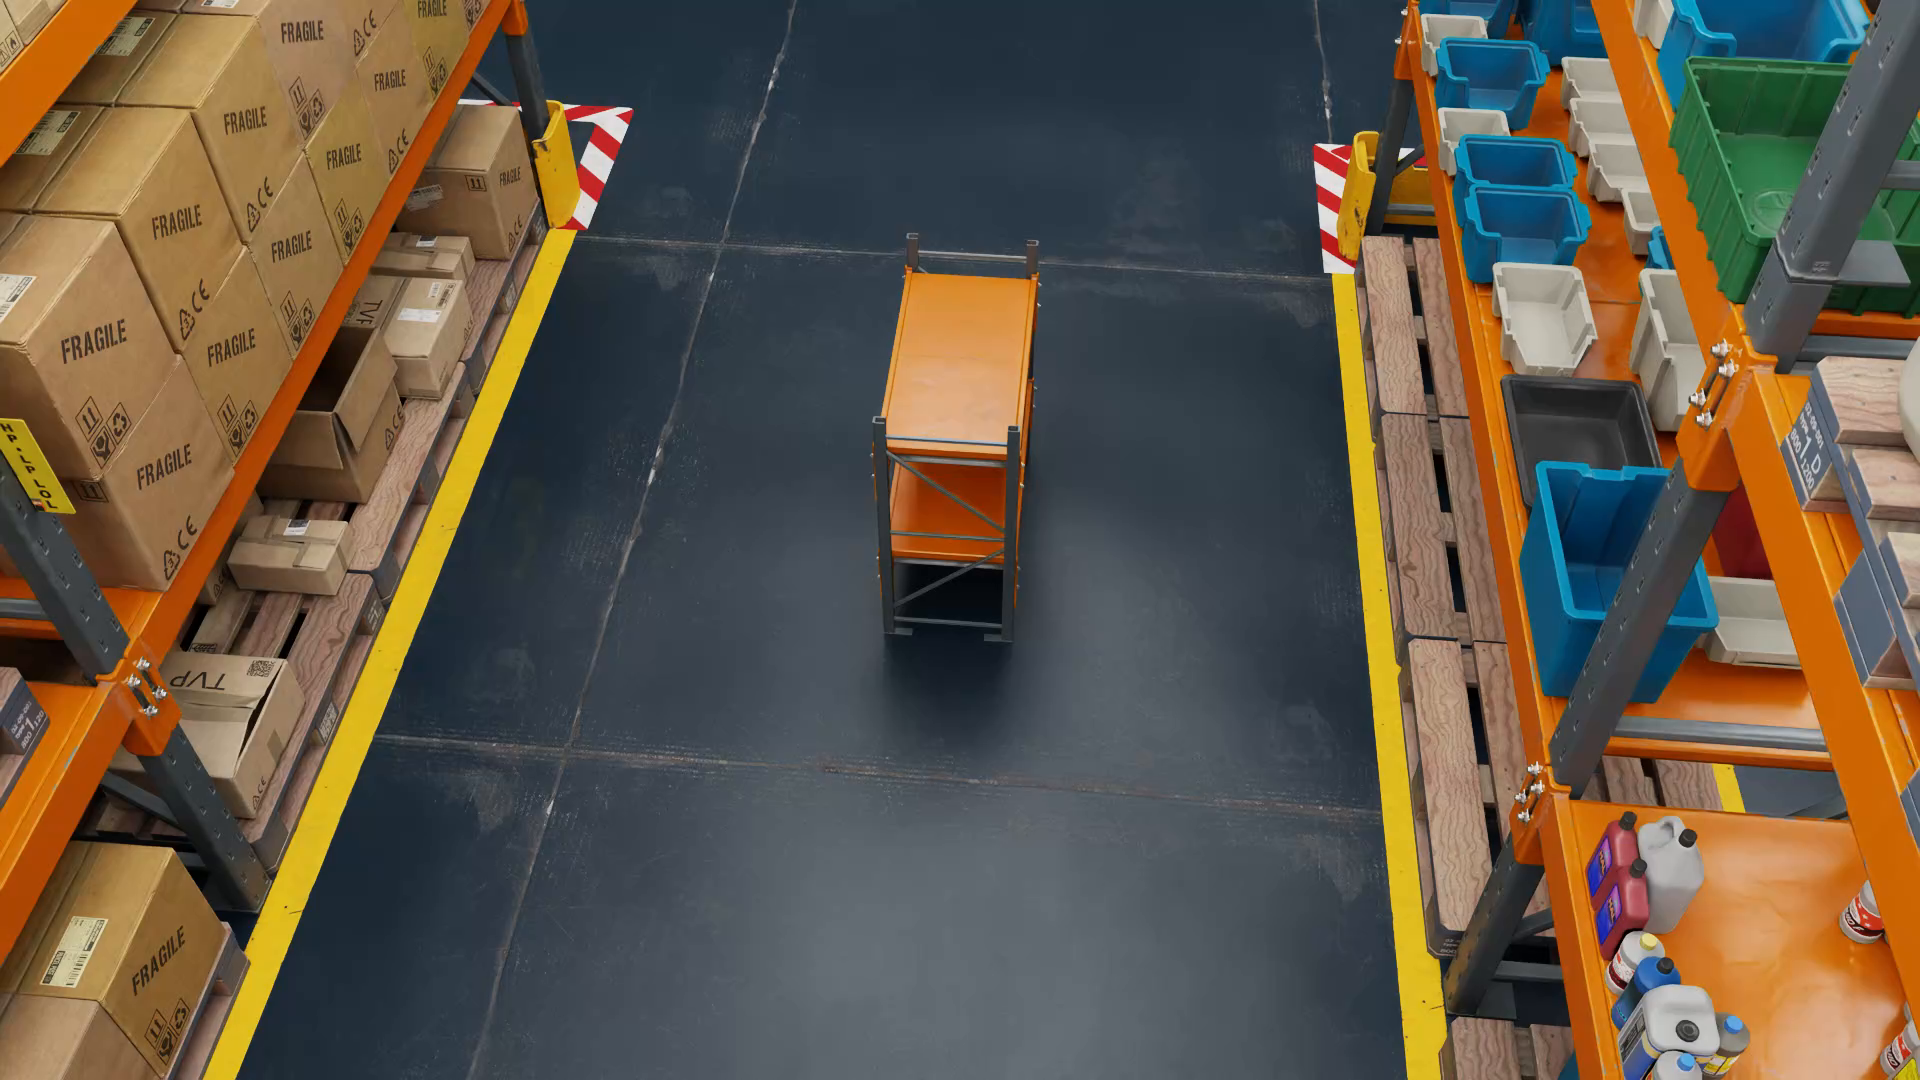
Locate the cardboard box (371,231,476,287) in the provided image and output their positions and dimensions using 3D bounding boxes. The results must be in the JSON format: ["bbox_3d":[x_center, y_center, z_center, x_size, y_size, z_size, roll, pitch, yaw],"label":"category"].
[{"bbox_3d":[-2.424,-1.249,7.508,0.380,0.166,0.250,4,48,4],"label":"cardboard box"}]

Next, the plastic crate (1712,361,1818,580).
[{"bbox_3d":[2.406,-0.170,4.815,0.402,0.464,0.583,4,48,4],"label":"plastic crate"}]

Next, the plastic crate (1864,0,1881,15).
[{"bbox_3d":[2.461,-1.352,4.035,0.497,0.269,0.590,4,48,4],"label":"plastic crate"}]

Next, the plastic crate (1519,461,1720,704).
[{"bbox_3d":[1.778,0.130,4.595,0.392,0.384,0.575,4,48,4],"label":"plastic crate"}]

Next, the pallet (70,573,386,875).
[{"bbox_3d":[-2.794,0.611,6.074,1.003,0.211,1.213,4,48,4],"label":"pallet"}]

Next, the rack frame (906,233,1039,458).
[{"bbox_3d":[0.047,-0.758,6.707,0.500,1.125,0.032,4,48,4],"label":"rack frame"}]

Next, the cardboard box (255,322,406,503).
[{"bbox_3d":[-2.691,-0.512,6.605,0.797,0.503,0.637,4,48,4],"label":"cardboard box"}]

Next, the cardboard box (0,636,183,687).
[{"bbox_3d":[-3.088,0.432,5.744,0.500,0.500,0.500,4,48,4],"label":"cardboard box"}]

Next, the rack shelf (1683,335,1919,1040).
[{"bbox_3d":[1.893,1.211,2.091,1.077,0.370,4.000,4,48,4],"label":"rack shelf"}]

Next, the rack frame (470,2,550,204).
[{"bbox_3d":[-2.493,-2.765,7.272,1.000,3.000,0.127,4,48,4],"label":"rack frame"}]

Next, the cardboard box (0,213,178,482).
[{"bbox_3d":[-2.534,-0.524,4.477,0.500,0.500,0.500,5,48,5],"label":"cardboard box"}]

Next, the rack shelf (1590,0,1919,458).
[{"bbox_3d":[2.257,-1.729,4.779,1.077,0.370,4.000,4,48,4],"label":"rack shelf"}]

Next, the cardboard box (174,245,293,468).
[{"bbox_3d":[-2.496,-0.592,5.217,0.500,0.500,0.500,5,48,4],"label":"cardboard box"}]

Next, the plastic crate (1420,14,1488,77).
[{"bbox_3d":[1.977,-1.971,6.683,0.250,0.136,0.298,4,48,4],"label":"plastic crate"}]

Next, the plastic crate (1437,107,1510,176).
[{"bbox_3d":[1.916,-1.472,6.228,0.250,0.136,0.298,4,48,4],"label":"plastic crate"}]

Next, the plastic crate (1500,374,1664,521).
[{"bbox_3d":[1.909,-0.257,5.124,0.437,0.125,0.590,4,48,4],"label":"plastic crate"}]

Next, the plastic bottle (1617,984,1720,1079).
[{"bbox_3d":[1.620,1.136,3.788,0.152,0.276,0.135,4,48,4],"label":"plastic bottle"}]

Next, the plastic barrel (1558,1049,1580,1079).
[{"bbox_3d":[2.008,1.476,4.531,0.600,0.901,0.708,4,48,4],"label":"plastic barrel"}]

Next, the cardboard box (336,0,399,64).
[{"bbox_3d":[-2.348,-2.038,5.861,0.500,0.500,0.500,5,48,5],"label":"cardboard box"}]

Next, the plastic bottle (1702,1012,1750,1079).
[{"bbox_3d":[1.746,1.156,3.821,0.097,0.201,0.097,0,48,0],"label":"plastic bottle"}]

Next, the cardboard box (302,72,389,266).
[{"bbox_3d":[-2.404,-1.333,5.894,0.500,0.500,0.500,3,48,3],"label":"cardboard box"}]

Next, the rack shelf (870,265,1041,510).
[{"bbox_3d":[0.001,-0.582,6.149,0.538,0.278,1.000,4,48,4],"label":"rack shelf"}]

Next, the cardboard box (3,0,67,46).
[{"bbox_3d":[-2.517,-1.495,4.179,0.500,0.250,0.500,4,48,4],"label":"cardboard box"}]

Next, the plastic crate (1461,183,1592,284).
[{"bbox_3d":[1.942,-1.045,5.772,0.416,0.233,0.300,4,48,4],"label":"plastic crate"}]

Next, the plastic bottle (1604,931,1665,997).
[{"bbox_3d":[1.612,1.002,3.961,0.097,0.201,0.097,0,48,0],"label":"plastic bottle"}]

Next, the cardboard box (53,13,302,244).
[{"bbox_3d":[-2.441,-1.281,5.169,0.500,0.500,0.500,3,48,2],"label":"cardboard box"}]

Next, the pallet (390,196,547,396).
[{"bbox_3d":[-2.572,-1.182,7.714,1.003,0.211,1.213,4,48,4],"label":"pallet"}]

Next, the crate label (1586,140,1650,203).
[{"bbox_3d":[2.503,-1.330,6.098,0.396,0.136,0.243,4,48,4],"label":"crate label"}]

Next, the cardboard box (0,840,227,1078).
[{"bbox_3d":[-2.617,1.252,4.994,0.500,0.500,0.500,4,48,3],"label":"cardboard box"}]

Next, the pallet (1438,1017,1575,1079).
[{"bbox_3d":[1.963,2.016,4.789,1.003,0.211,1.213,4,48,4],"label":"pallet"}]

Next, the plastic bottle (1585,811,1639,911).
[{"bbox_3d":[1.617,0.791,4.099,0.061,0.283,0.133,4,48,4],"label":"plastic bottle"}]

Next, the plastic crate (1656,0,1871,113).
[{"bbox_3d":[1.840,-1.136,3.863,0.416,0.233,0.300,4,48,4],"label":"plastic crate"}]

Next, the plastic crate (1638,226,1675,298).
[{"bbox_3d":[2.508,-0.866,5.608,0.416,0.233,0.300,4,48,4],"label":"plastic crate"}]

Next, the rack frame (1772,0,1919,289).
[{"bbox_3d":[2.075,-1.514,2.062,1.000,3.000,0.127,4,48,4],"label":"rack frame"}]

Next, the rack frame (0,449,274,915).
[{"bbox_3d":[-2.858,0.175,4.583,1.000,3.000,0.127,4,48,4],"label":"rack frame"}]

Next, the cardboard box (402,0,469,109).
[{"bbox_3d":[-2.307,-2.069,6.568,0.500,0.500,0.500,4,48,4],"label":"cardboard box"}]

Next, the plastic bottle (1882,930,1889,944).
[{"bbox_3d":[2.361,0.864,4.037,0.152,0.276,0.135,4,48,4],"label":"plastic bottle"}]

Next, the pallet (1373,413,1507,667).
[{"bbox_3d":[2.212,0.010,6.624,1.003,0.211,1.213,4,48,4],"label":"pallet"}]

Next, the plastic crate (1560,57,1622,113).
[{"bbox_3d":[2.545,-1.749,6.480,0.396,0.136,0.243,4,48,4],"label":"plastic crate"}]

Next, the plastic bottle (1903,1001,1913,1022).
[{"bbox_3d":[2.305,1.070,3.899,0.097,0.201,0.097,0,48,0],"label":"plastic bottle"}]

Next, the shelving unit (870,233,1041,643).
[{"bbox_3d":[0.001,-0.385,6.365,0.538,1.125,1.048,4,48,4],"label":"shelving unit"}]

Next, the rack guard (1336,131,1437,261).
[{"bbox_3d":[2.429,-1.604,7.904,1.175,0.500,0.348,4,48,4],"label":"rack guard"}]

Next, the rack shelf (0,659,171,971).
[{"bbox_3d":[-3.040,1.887,3.505,1.077,0.370,4.000,4,48,4],"label":"rack shelf"}]

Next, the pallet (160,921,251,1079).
[{"bbox_3d":[-2.894,1.716,5.063,1.003,0.211,1.213,4,48,4],"label":"pallet"}]

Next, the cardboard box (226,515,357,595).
[{"bbox_3d":[-2.535,0.052,6.317,0.380,0.166,0.250,4,48,4],"label":"cardboard box"}]
